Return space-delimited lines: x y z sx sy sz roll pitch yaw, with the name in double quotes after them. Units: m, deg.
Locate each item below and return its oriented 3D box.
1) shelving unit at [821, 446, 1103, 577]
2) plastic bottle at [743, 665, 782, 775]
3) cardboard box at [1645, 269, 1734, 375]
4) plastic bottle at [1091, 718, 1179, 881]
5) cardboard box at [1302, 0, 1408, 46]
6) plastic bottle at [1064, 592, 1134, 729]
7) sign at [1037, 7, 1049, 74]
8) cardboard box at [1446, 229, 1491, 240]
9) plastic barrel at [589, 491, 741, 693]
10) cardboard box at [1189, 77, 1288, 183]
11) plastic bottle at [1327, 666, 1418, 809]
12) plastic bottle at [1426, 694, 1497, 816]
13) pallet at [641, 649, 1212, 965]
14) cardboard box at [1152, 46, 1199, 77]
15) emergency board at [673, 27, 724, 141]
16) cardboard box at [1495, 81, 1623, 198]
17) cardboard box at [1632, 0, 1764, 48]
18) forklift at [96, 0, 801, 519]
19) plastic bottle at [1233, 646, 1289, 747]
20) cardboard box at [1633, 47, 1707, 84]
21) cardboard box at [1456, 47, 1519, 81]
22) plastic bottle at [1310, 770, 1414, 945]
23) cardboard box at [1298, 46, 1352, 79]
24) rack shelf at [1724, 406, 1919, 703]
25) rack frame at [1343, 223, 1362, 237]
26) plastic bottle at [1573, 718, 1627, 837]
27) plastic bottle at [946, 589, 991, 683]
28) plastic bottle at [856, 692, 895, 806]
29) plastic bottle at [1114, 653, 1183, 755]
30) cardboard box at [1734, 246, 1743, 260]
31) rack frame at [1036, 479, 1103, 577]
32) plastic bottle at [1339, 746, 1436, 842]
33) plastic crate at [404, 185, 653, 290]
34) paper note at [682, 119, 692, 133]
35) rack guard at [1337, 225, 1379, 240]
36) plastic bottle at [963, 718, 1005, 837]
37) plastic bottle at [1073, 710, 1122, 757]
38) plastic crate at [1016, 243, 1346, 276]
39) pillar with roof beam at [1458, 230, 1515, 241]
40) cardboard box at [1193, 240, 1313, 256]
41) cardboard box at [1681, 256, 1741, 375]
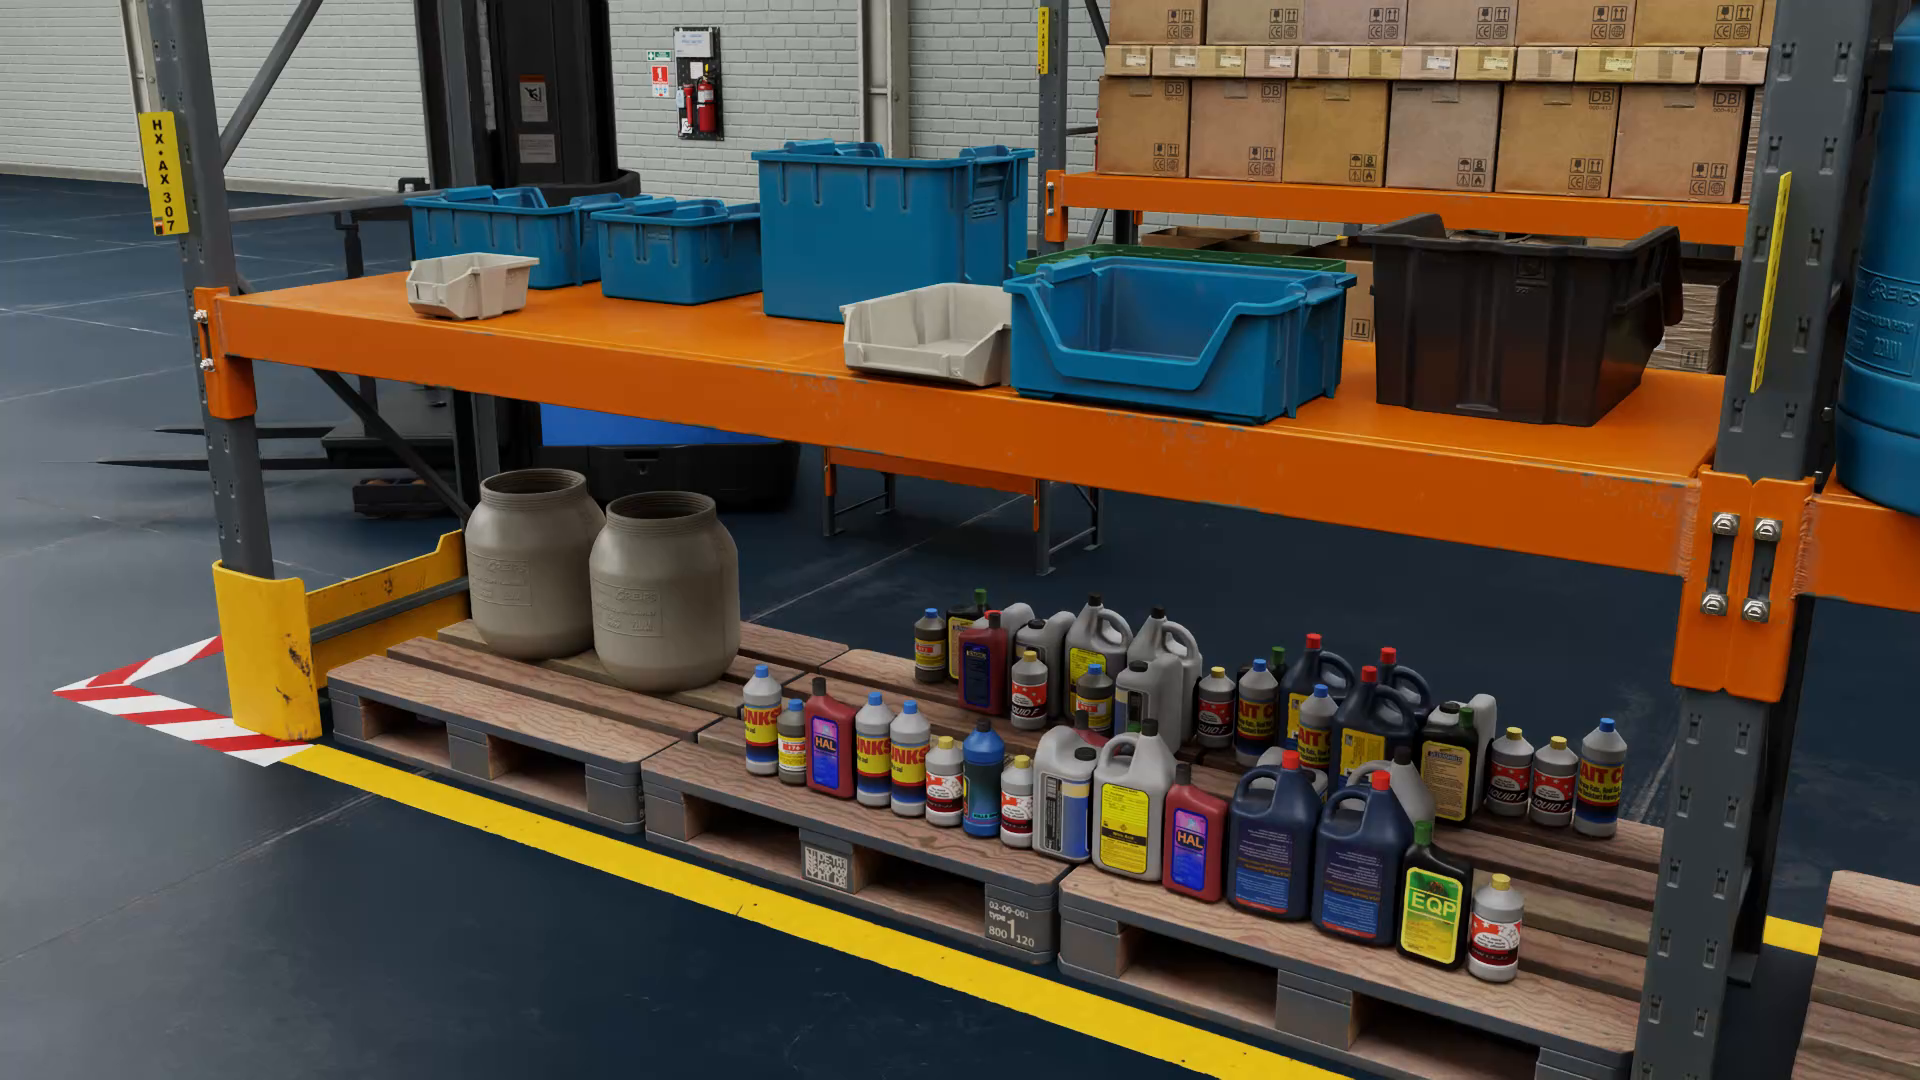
0.006 -0.537 6.714 1.048 1.125 0.538 10 20 30 "shelving unit"
-0.495 0.447 4.188 0.097 0.271 0.097 0 17 0 "plastic bottle"
3.198 -0.959 7.594 0.500 0.500 0.500 10 20 30 "cardboard box"
0.393 0.559 3.680 0.185 0.351 0.144 10 20 30 "plastic bottle"
2.036 -2.659 8.069 0.500 0.500 0.700 10 20 30 "cardboard box"
0.379 0.317 4.478 0.185 0.351 0.144 11 20 32 "plastic bottle"
0.423 -2.543 8.467 0.005 0.325 0.100 10 20 30 "sign"
3.850 -2.251 13.002 0.500 0.311 0.500 8 19 24 "cardboard box"
-0.849 0.145 4.799 0.421 0.512 0.421 0 17 0 "plastic barrel"
1.560 -2.123 8.536 0.500 0.500 0.700 11 20 31 "cardboard box"
0.985 0.474 3.960 0.185 0.351 0.144 10 20 30 "plastic bottle"
1.200 0.500 4.002 0.135 0.276 0.152 11 20 32 "plastic bottle"
-0.063 0.643 4.400 1.213 0.211 1.003 10 20 30 "pallet"
1.167 -2.433 8.443 0.250 0.149 0.380 10 19 29 "cardboard box"
-2.842 -4.861 17.722 0.643 1.169 0.194 10 20 30 "emergency board"
2.867 -1.889 7.766 0.500 0.500 0.700 10 20 31 "cardboard box"
3.314 -2.430 7.317 0.500 0.500 0.700 10 20 30 "cardboard box"
-2.270 -1.650 7.272 3.031 2.935 1.130 -1 17 -3 "forklift"
0.781 0.407 4.298 0.133 0.283 0.061 11 20 32 "plastic bottle"
3.125 -2.083 7.289 0.250 0.149 0.380 10 20 30 "cardboard box"
2.474 -2.199 7.671 0.250 0.149 0.380 11 20 32 "cardboard box"
0.832 0.637 3.422 0.185 0.351 0.144 10 19 29 "plastic bottle"
1.821 -2.316 8.057 0.250 0.149 0.380 9 19 28 "cardboard box"
3.236 0.255 2.117 4.000 0.370 1.077 10 20 30 "rack shelf"
3.308 -3.455 13.095 0.127 3.000 1.000 10 20 30 "rack frame"
1.489 0.545 3.864 0.097 0.271 0.097 0 17 0 "plastic bottle"
0.027 0.272 4.742 0.133 0.283 0.061 11 20 31 "plastic bottle"
-0.203 0.499 4.016 0.097 0.271 0.097 0 17 0 "plastic bottle"
0.482 0.421 4.262 0.135 0.276 0.152 10 20 30 "plastic bottle"
5.811 -2.009 11.878 0.500 0.500 0.500 8 19 26 "cardboard box"
0.439 -0.460 6.460 0.032 1.125 0.500 10 20 30 "rack frame"
0.907 0.602 3.540 0.185 0.351 0.144 10 20 30 "plastic bottle"
-1.294 -0.928 5.032 0.616 0.251 0.499 10 20 30 "plastic crate"
-2.956 -4.483 17.995 0.142 0.148 0.016 10 20 30 "paper note"
3.373 -2.247 13.420 0.348 0.500 1.175 10 20 30 "rack guard"
0.055 0.545 3.864 0.097 0.271 0.097 0 17 0 "plastic bottle"
0.312 0.539 3.862 0.133 0.283 0.061 10 20 30 "plastic bottle"
0.523 -0.568 3.955 0.662 0.188 0.450 10 20 30 "plastic crate"
2.104 -5.367 9.067 0.400 9.000 9.100 10 20 30 "pillar with roof beam"
1.486 -1.259 8.585 0.500 0.500 0.500 10 20 30 "cardboard box"
3.466 -1.085 8.012 0.500 0.500 0.500 10 20 30 "cardboard box"
